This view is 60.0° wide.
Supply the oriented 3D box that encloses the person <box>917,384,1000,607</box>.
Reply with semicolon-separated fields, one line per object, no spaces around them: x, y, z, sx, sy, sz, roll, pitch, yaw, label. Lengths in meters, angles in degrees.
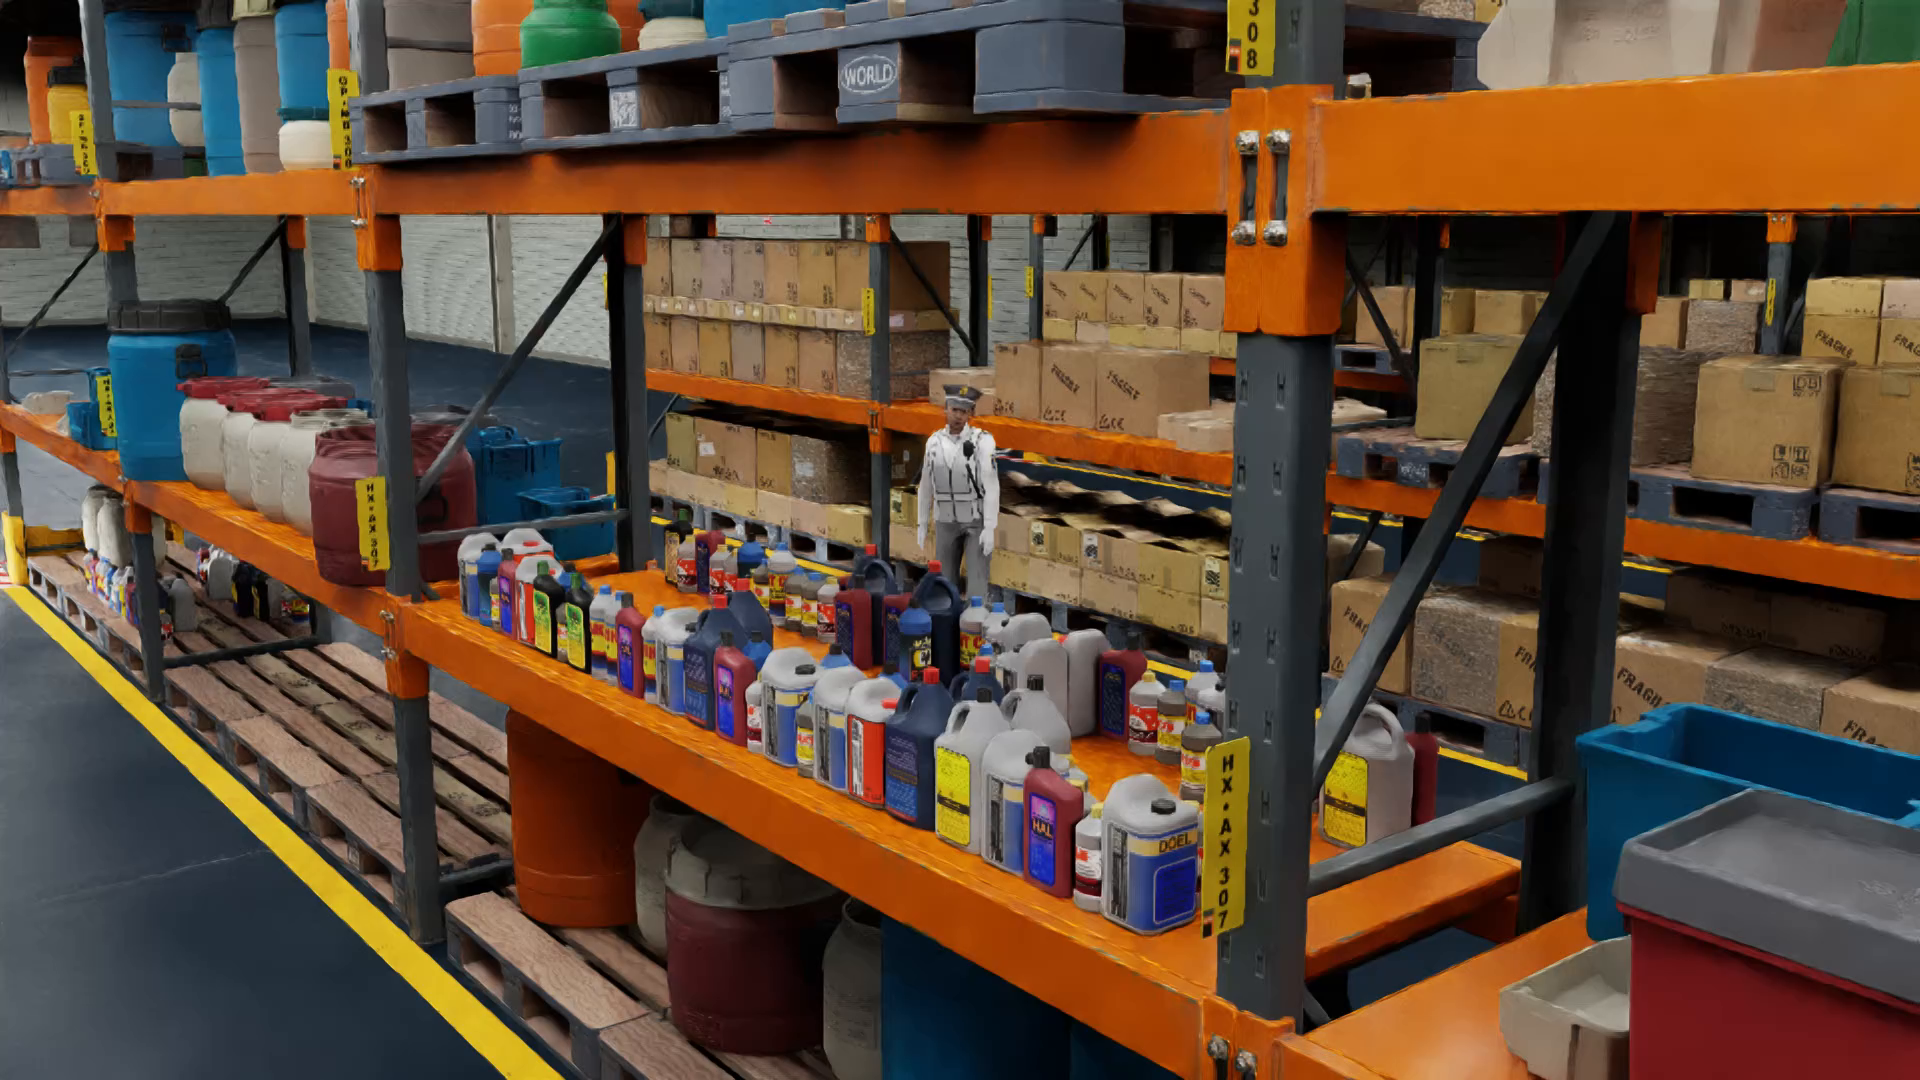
-0.041;-0.067;9.632;0.546;1.685;0.479;5;12;24;person
